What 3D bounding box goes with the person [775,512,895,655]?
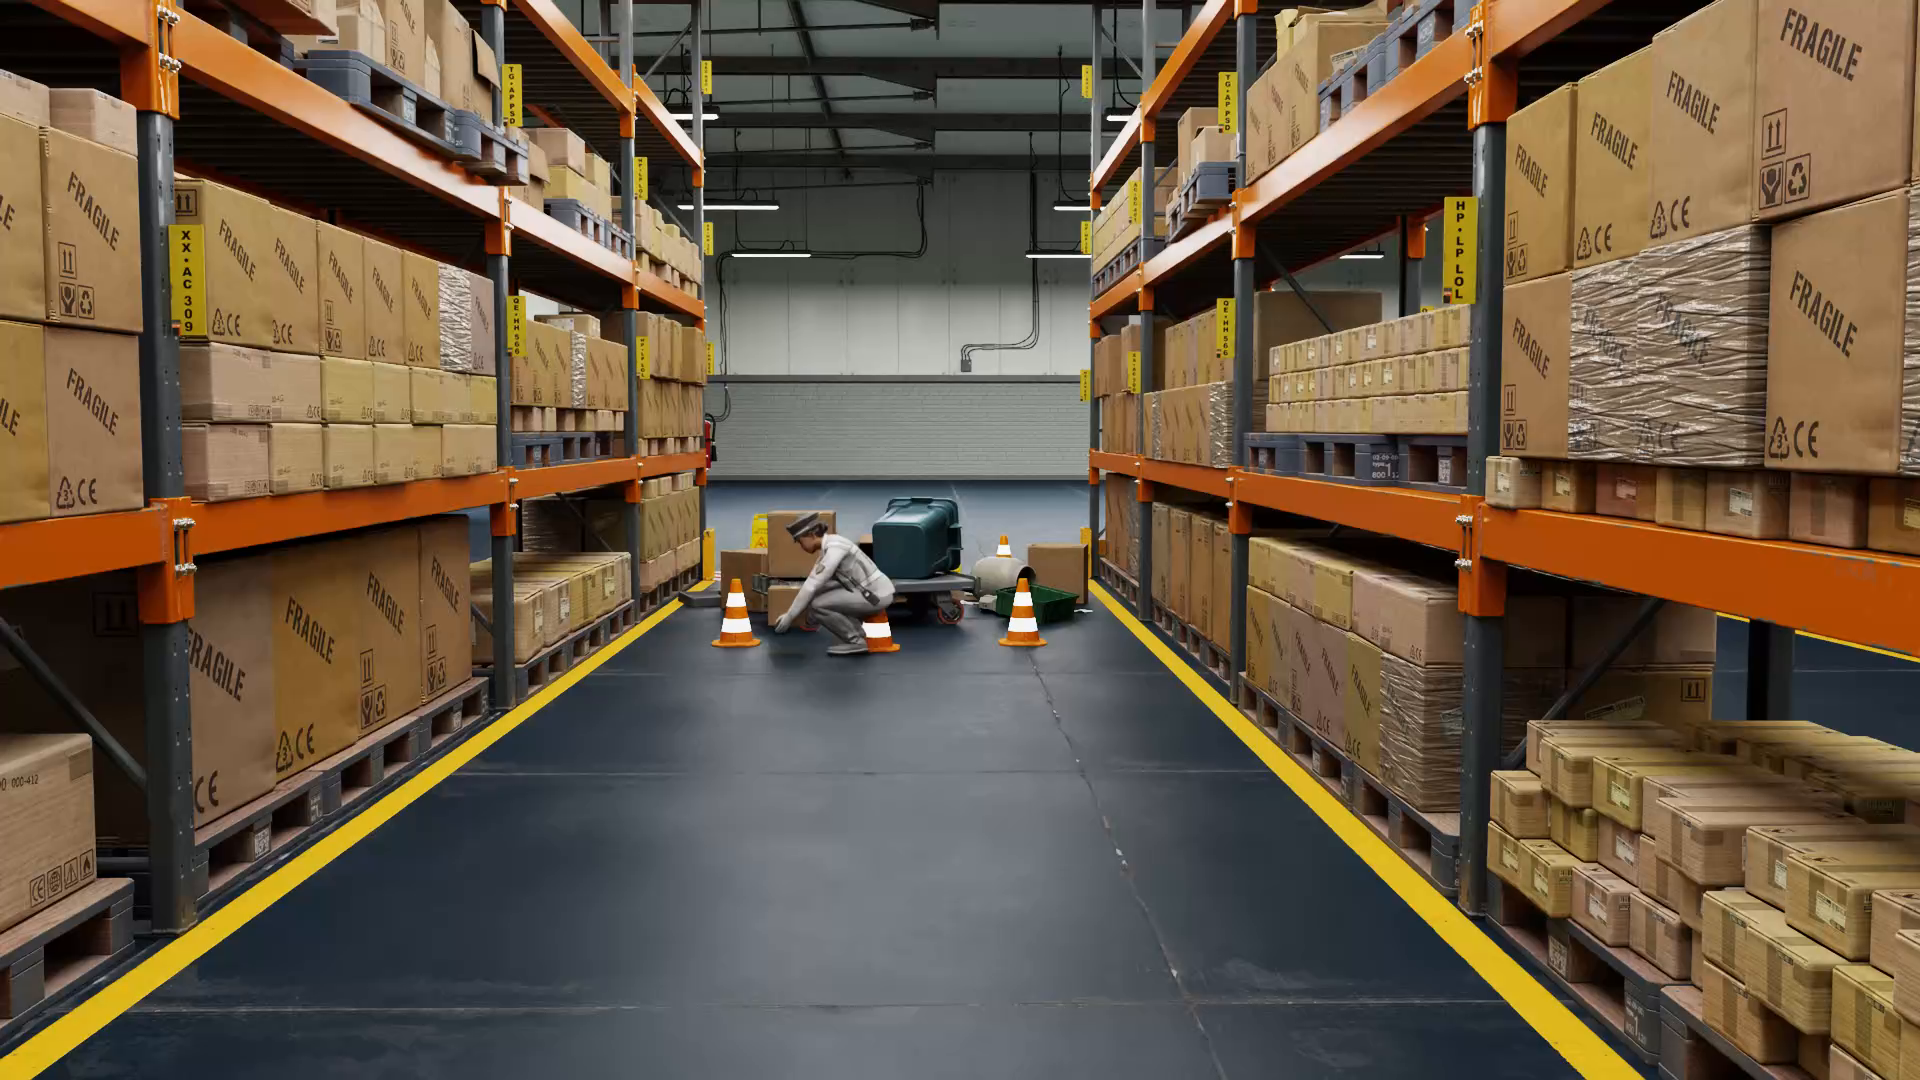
[{"bbox_3d":[-0.849,0.310,11.370,0.815,1.011,0.477,0,4,-1],"label":"person"}]
